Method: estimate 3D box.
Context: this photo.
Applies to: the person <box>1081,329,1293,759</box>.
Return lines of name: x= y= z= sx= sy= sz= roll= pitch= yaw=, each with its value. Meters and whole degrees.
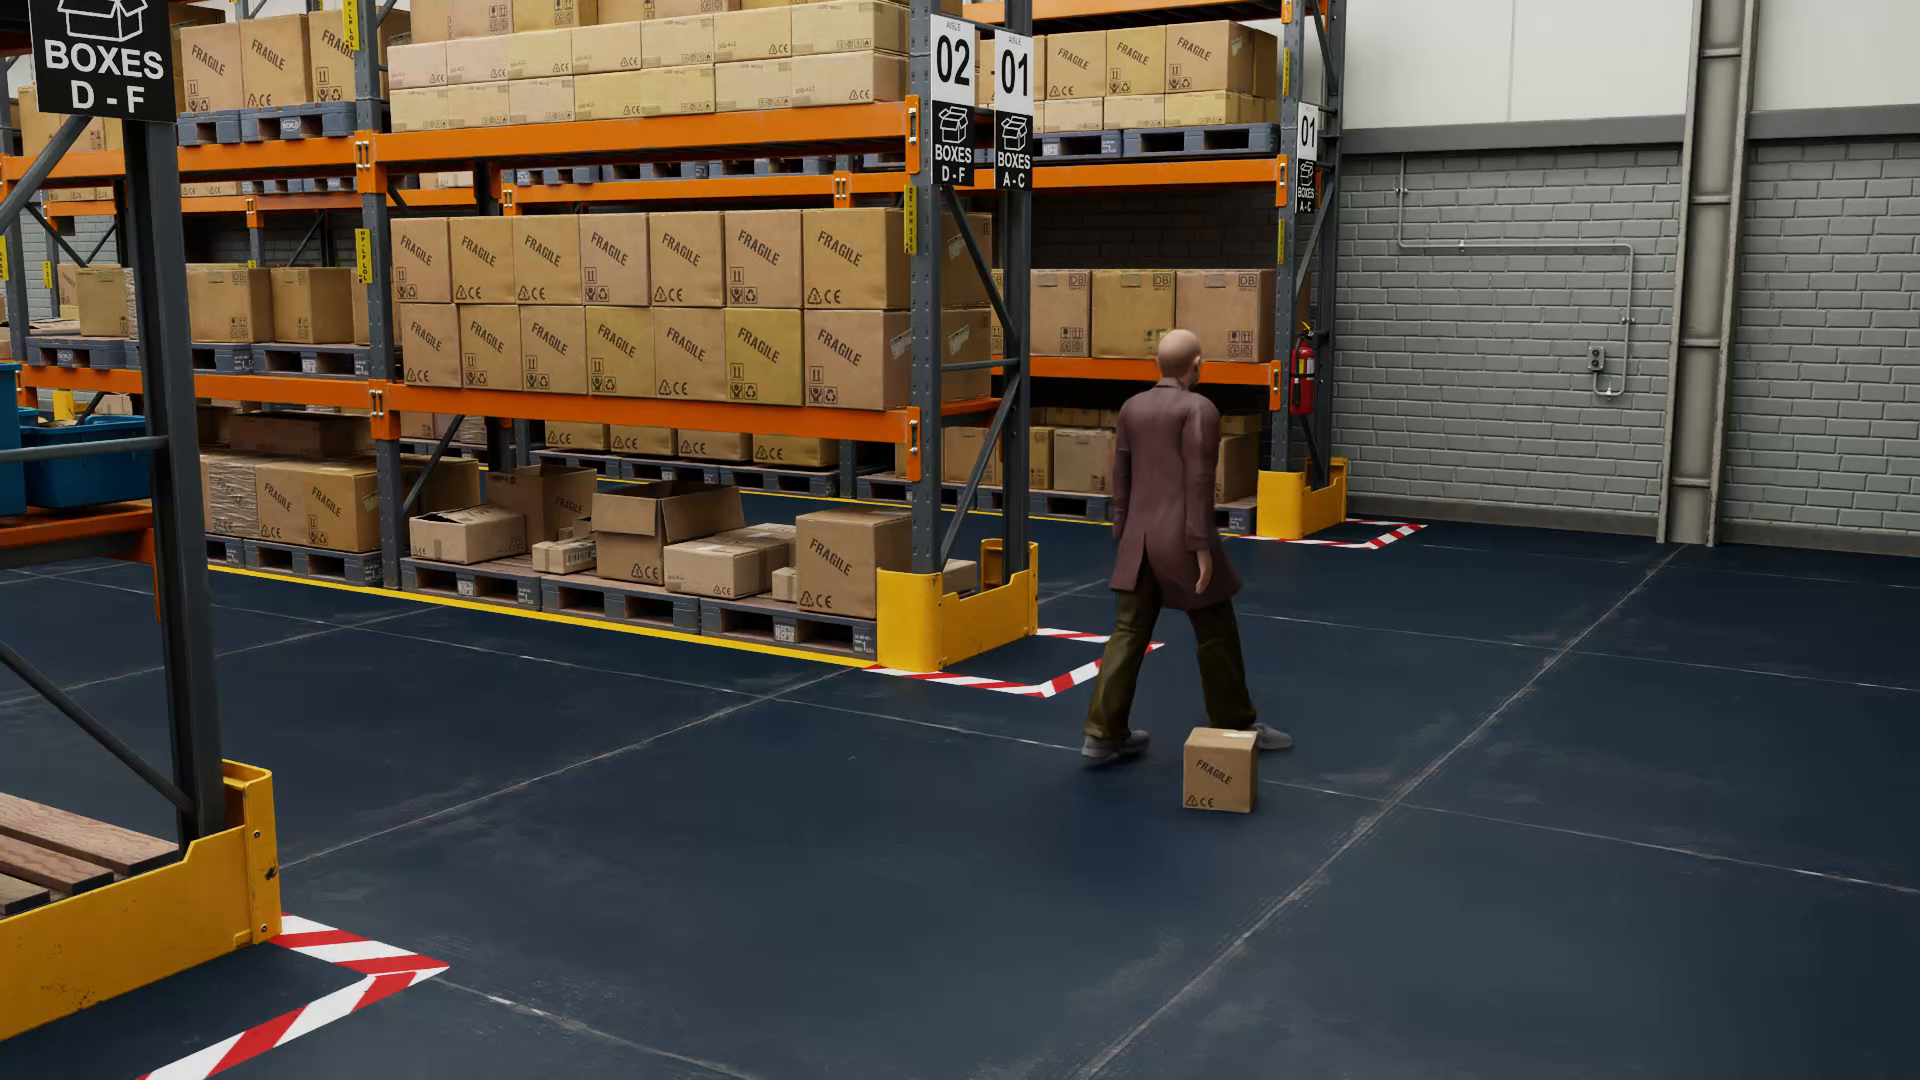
person: x=0.874 y=0.019 z=6.850 sx=0.904 sy=1.758 sz=0.639 roll=-8 pitch=12 yaw=-40
